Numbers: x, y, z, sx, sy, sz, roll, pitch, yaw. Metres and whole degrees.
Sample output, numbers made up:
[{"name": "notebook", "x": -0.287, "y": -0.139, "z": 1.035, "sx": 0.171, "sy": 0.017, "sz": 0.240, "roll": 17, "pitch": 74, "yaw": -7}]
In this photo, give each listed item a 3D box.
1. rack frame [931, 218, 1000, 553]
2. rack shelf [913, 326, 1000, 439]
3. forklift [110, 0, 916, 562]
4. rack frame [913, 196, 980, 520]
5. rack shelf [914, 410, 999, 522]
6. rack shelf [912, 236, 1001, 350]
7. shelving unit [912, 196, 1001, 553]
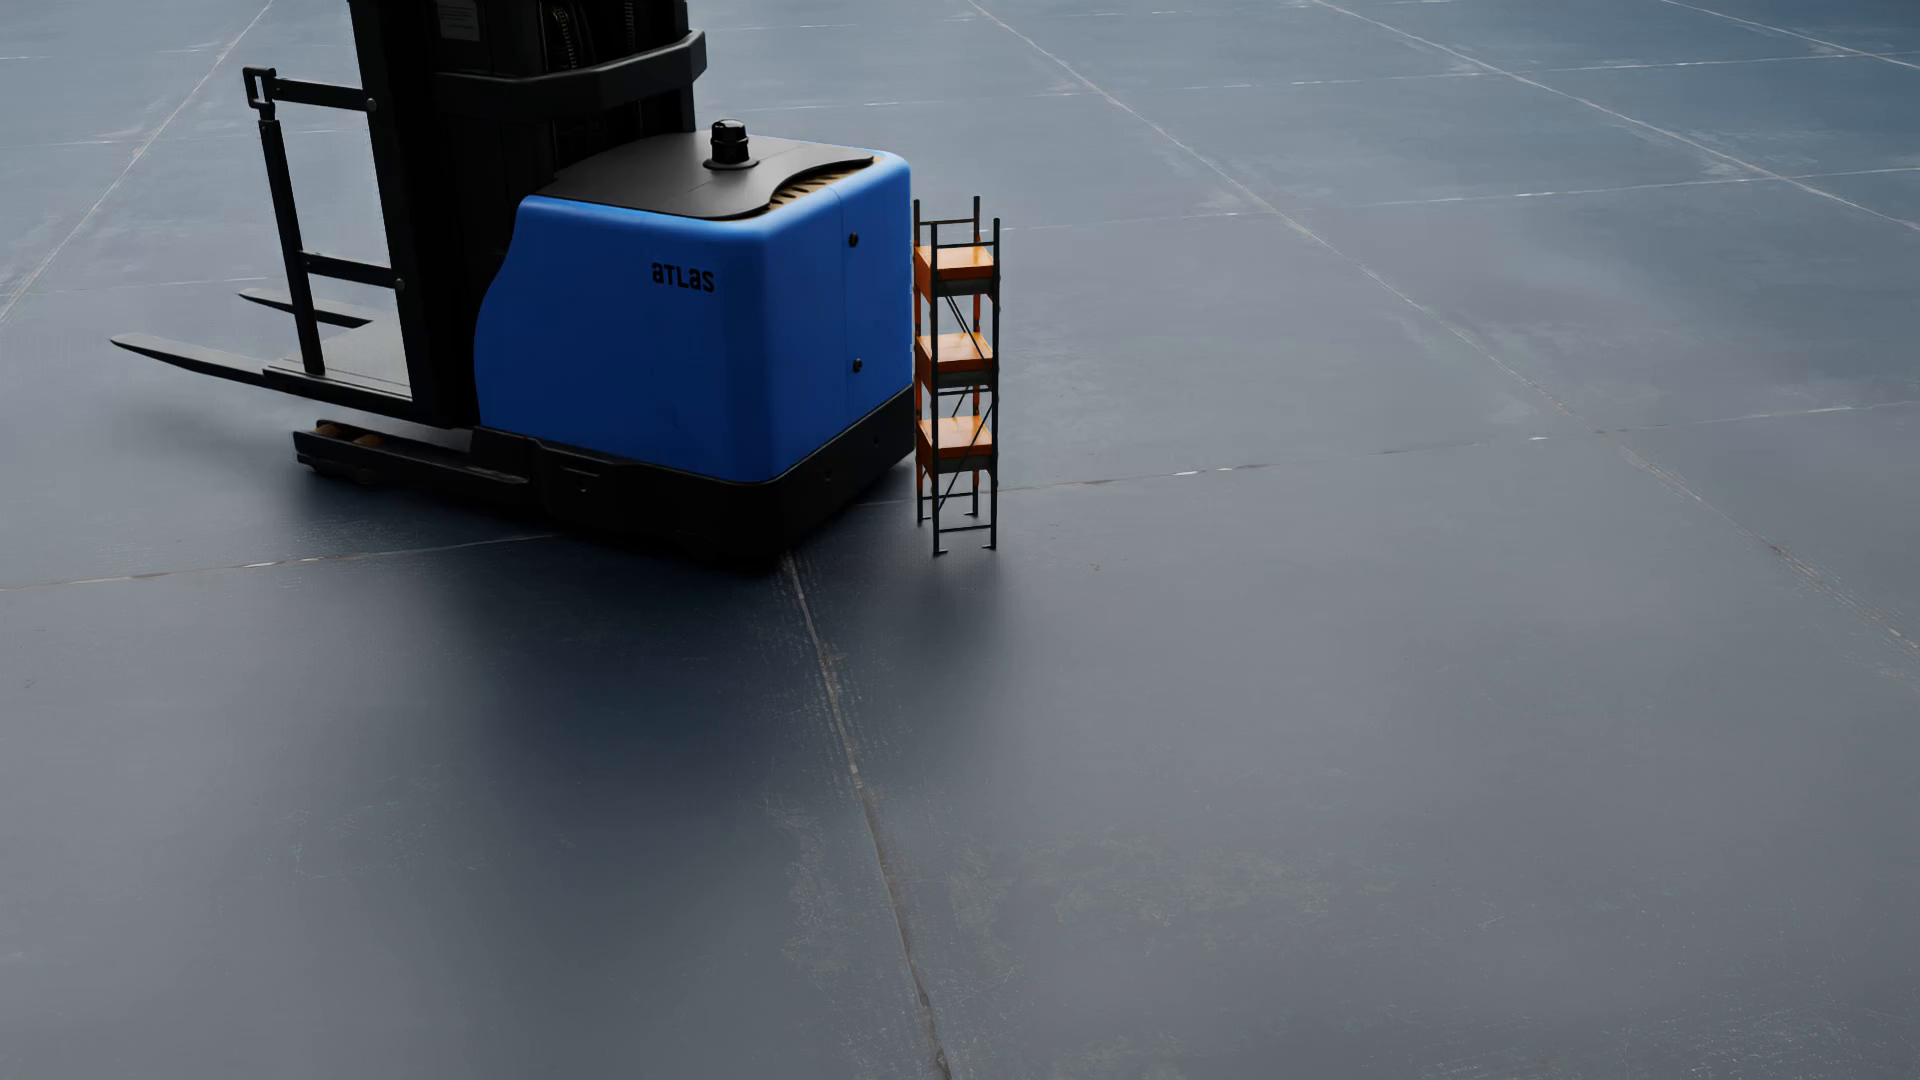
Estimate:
[{"name": "rack frame", "x": 0.015, "y": -0.439, "z": 4.954, "sx": 0.200, "sy": 1.050, "sz": 0.008, "roll": -6, "pitch": 27, "yaw": -12}, {"name": "rack shelf", "x": -0.012, "y": -0.483, "z": 5.065, "sx": 0.215, "sy": 0.259, "sz": 0.240, "roll": -6, "pitch": 27, "yaw": -12}, {"name": "forklift", "x": -1.696, "y": -1.692, "z": 5.349, "sx": 3.031, "sy": 2.935, "sz": 1.130, "roll": 13, "pitch": 29, "yaw": 24}, {"name": "rack frame", "x": -0.040, "y": -0.546, "z": 5.166, "sx": 0.200, "sy": 1.050, "sz": 0.008, "roll": -6, "pitch": 27, "yaw": -12}, {"name": "rack shelf", "x": -0.012, "y": -0.235, "z": 5.190, "sx": 0.215, "sy": 0.259, "sz": 0.240, "roll": -6, "pitch": 27, "yaw": -12}, {"name": "rack shelf", "x": -0.012, "y": -0.736, "z": 4.937, "sx": 0.215, "sy": 0.259, "sz": 0.240, "roll": -6, "pitch": 27, "yaw": -12}, {"name": "shelving unit", "x": -0.012, "y": -0.492, "z": 5.060, "sx": 0.215, "sy": 1.050, "sz": 0.252, "roll": -6, "pitch": 27, "yaw": -12}]
